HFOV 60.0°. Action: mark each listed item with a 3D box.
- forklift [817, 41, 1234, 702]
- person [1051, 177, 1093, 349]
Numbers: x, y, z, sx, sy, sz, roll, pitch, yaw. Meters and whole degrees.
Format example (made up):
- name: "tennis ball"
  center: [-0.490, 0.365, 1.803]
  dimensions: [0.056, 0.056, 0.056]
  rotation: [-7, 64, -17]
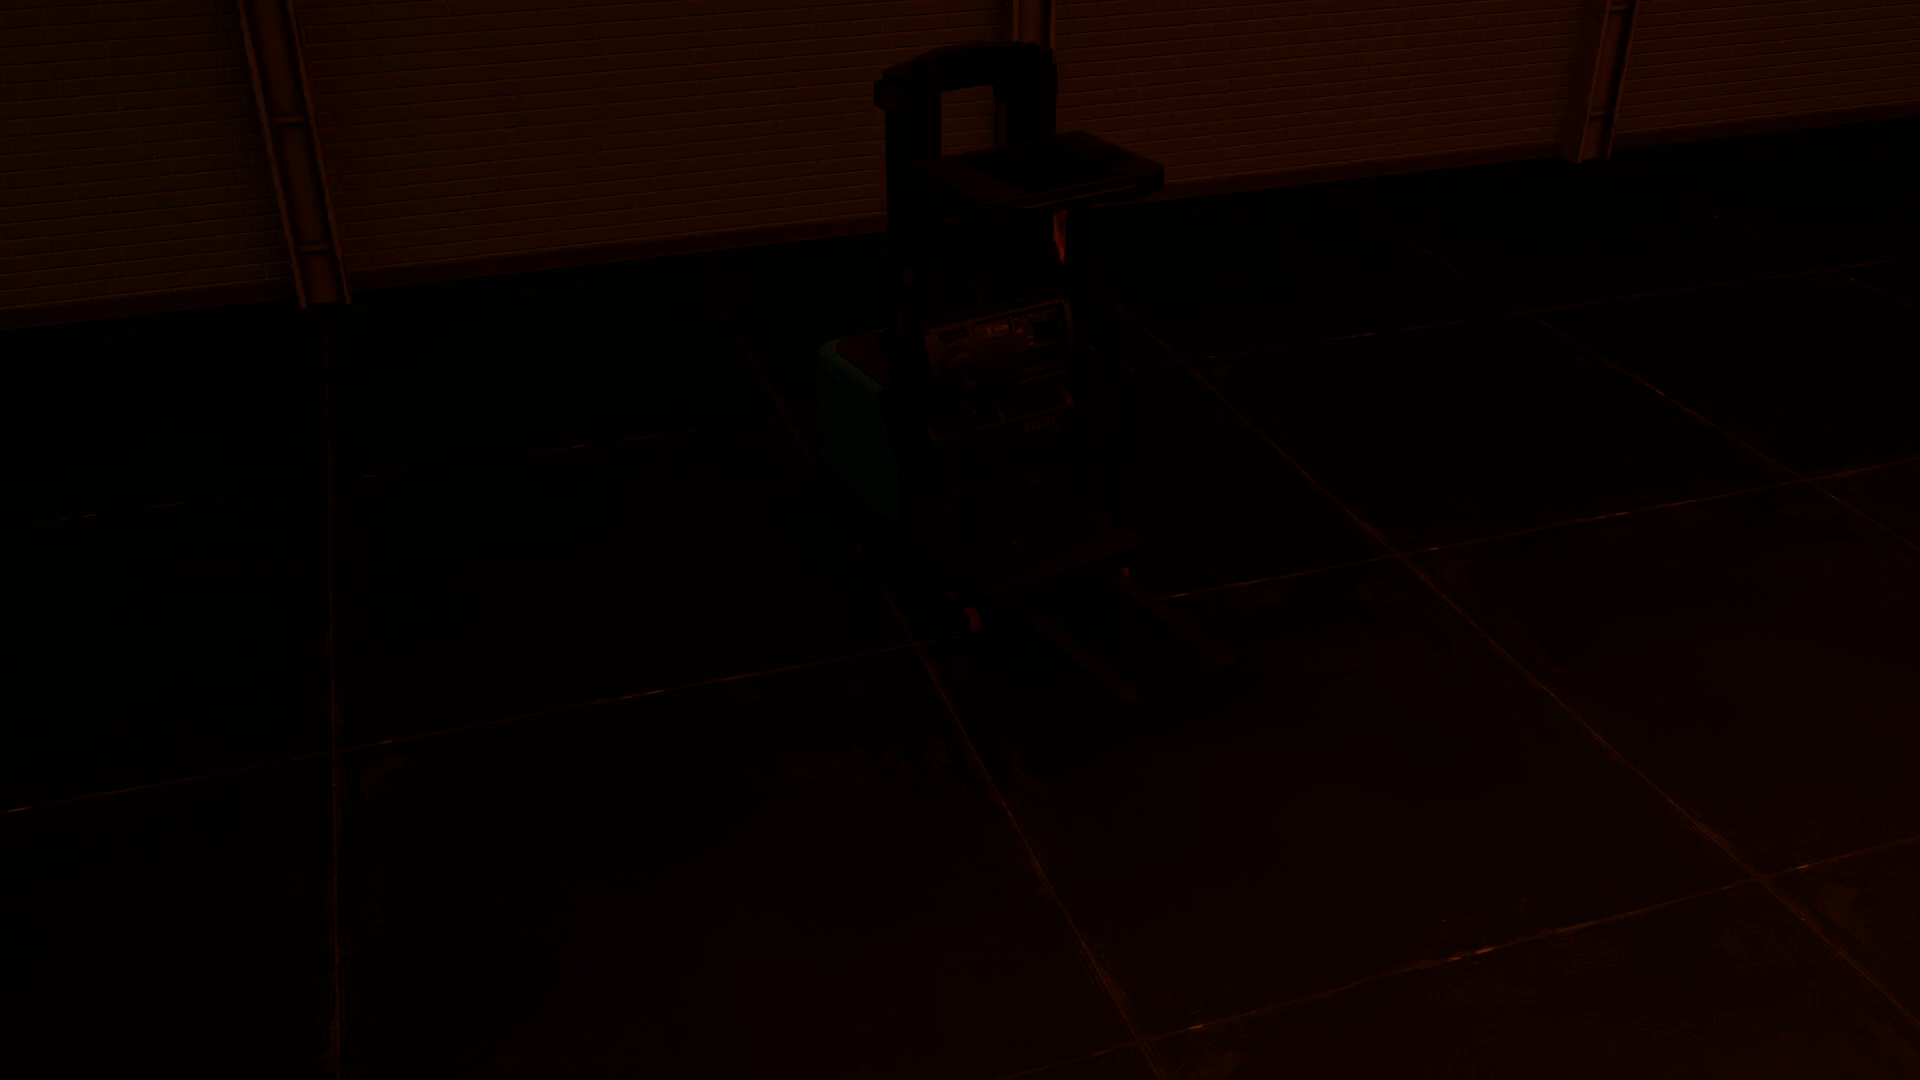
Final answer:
- name: "forklift"
  center: [0.329, -1.012, 8.846]
  dimensions: [1.130, 2.935, 3.031]
  rotation: [-17, 34, -27]
- name: "person"
  center: [0.800, -2.140, 12.169]
  dimensions: [0.430, 1.578, 0.595]
  rotation: [3, 30, 5]
